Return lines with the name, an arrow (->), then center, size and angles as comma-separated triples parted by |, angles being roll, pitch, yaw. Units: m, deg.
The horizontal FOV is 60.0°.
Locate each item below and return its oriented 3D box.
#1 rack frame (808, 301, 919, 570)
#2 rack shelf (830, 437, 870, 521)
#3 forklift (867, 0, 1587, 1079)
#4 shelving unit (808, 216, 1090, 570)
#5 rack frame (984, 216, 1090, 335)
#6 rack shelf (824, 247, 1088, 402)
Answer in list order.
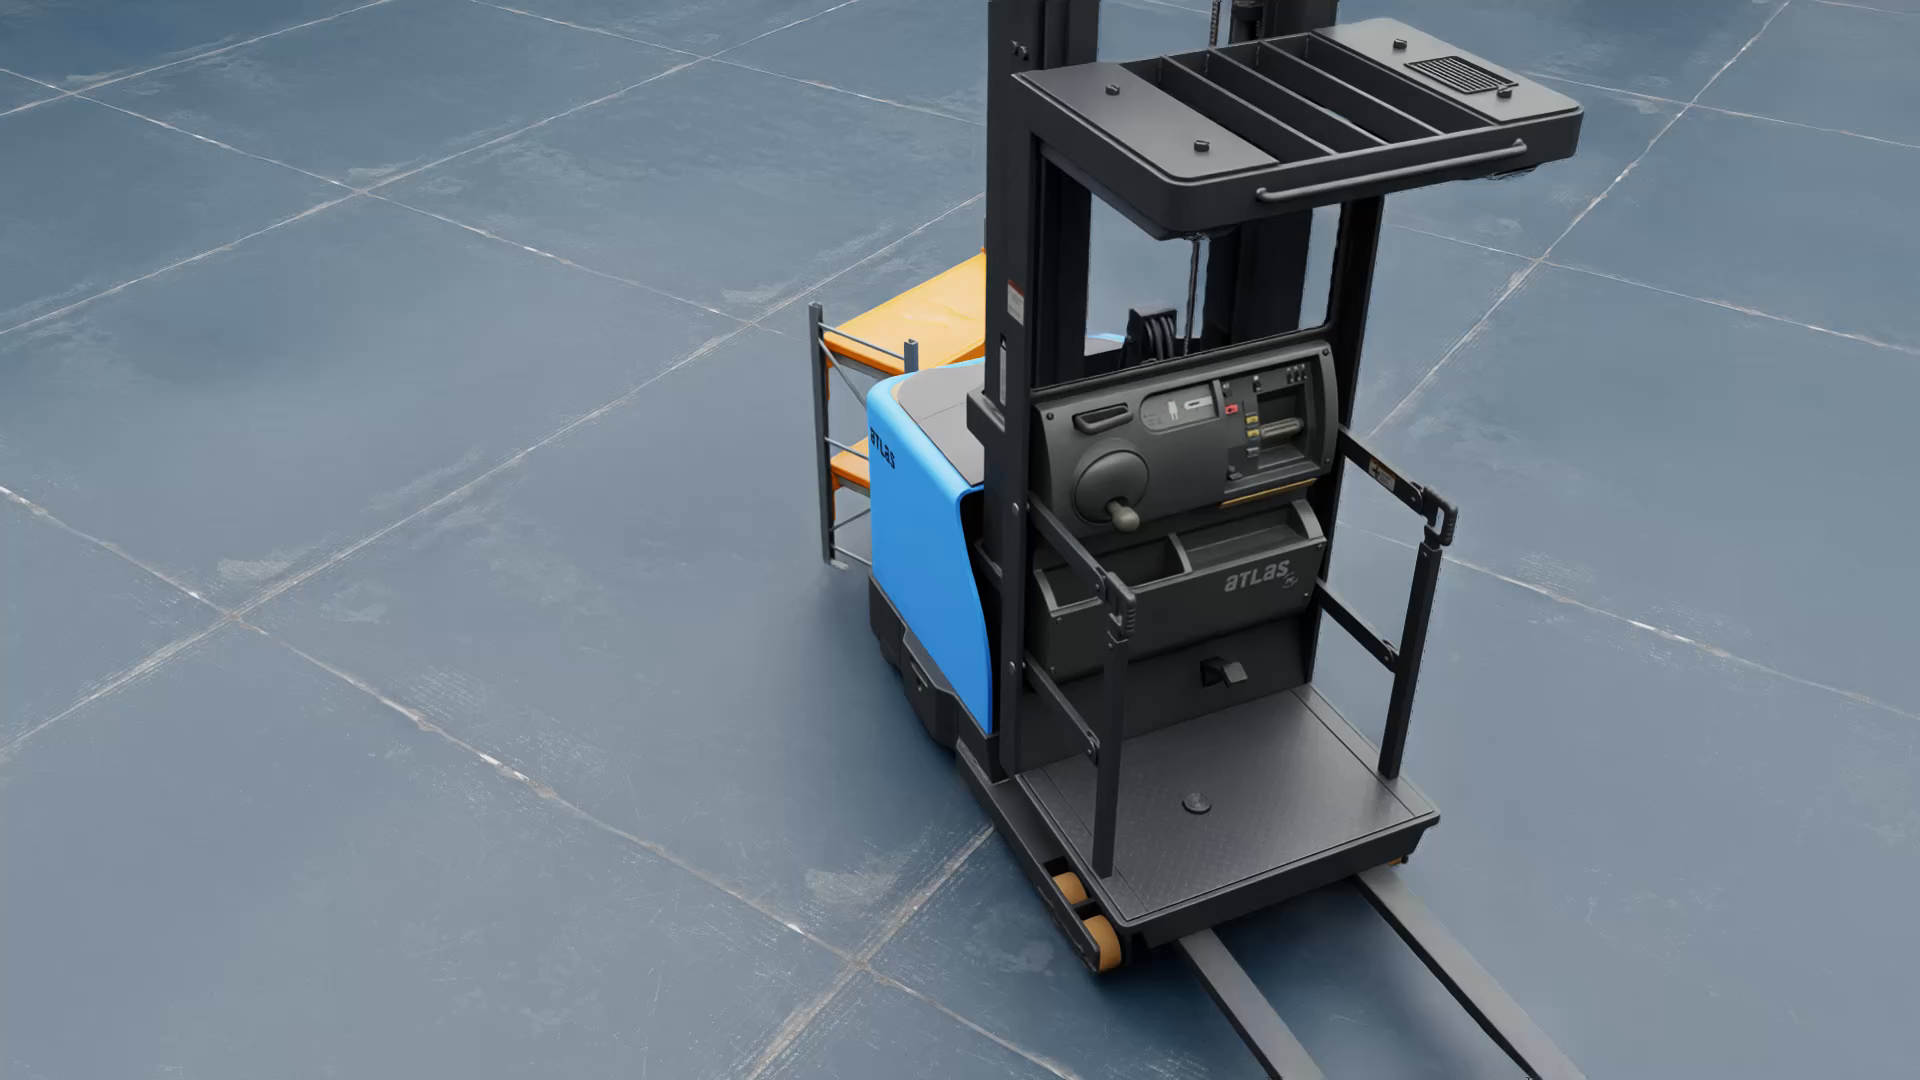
rack frame -> -0.346, -0.304, 6.195 | 0.500, 1.125, 0.032 | 25, 41, 32
rack shelf -> -0.023, -0.321, 6.658 | 0.538, 0.278, 1.000 | 25, 41, 32
forklift -> 0.740, -0.225, 4.467 | 1.130, 2.935, 3.031 | -14, 37, -20
shelving unit -> -0.023, -0.524, 6.521 | 0.538, 1.125, 1.048 | 25, 41, 32
rack frame -> 0.299, -0.744, 6.846 | 0.500, 1.125, 0.032 | 25, 41, 32
rack shelf -> -0.023, -0.766, 6.357 | 0.538, 0.278, 1.000 | 25, 41, 32
